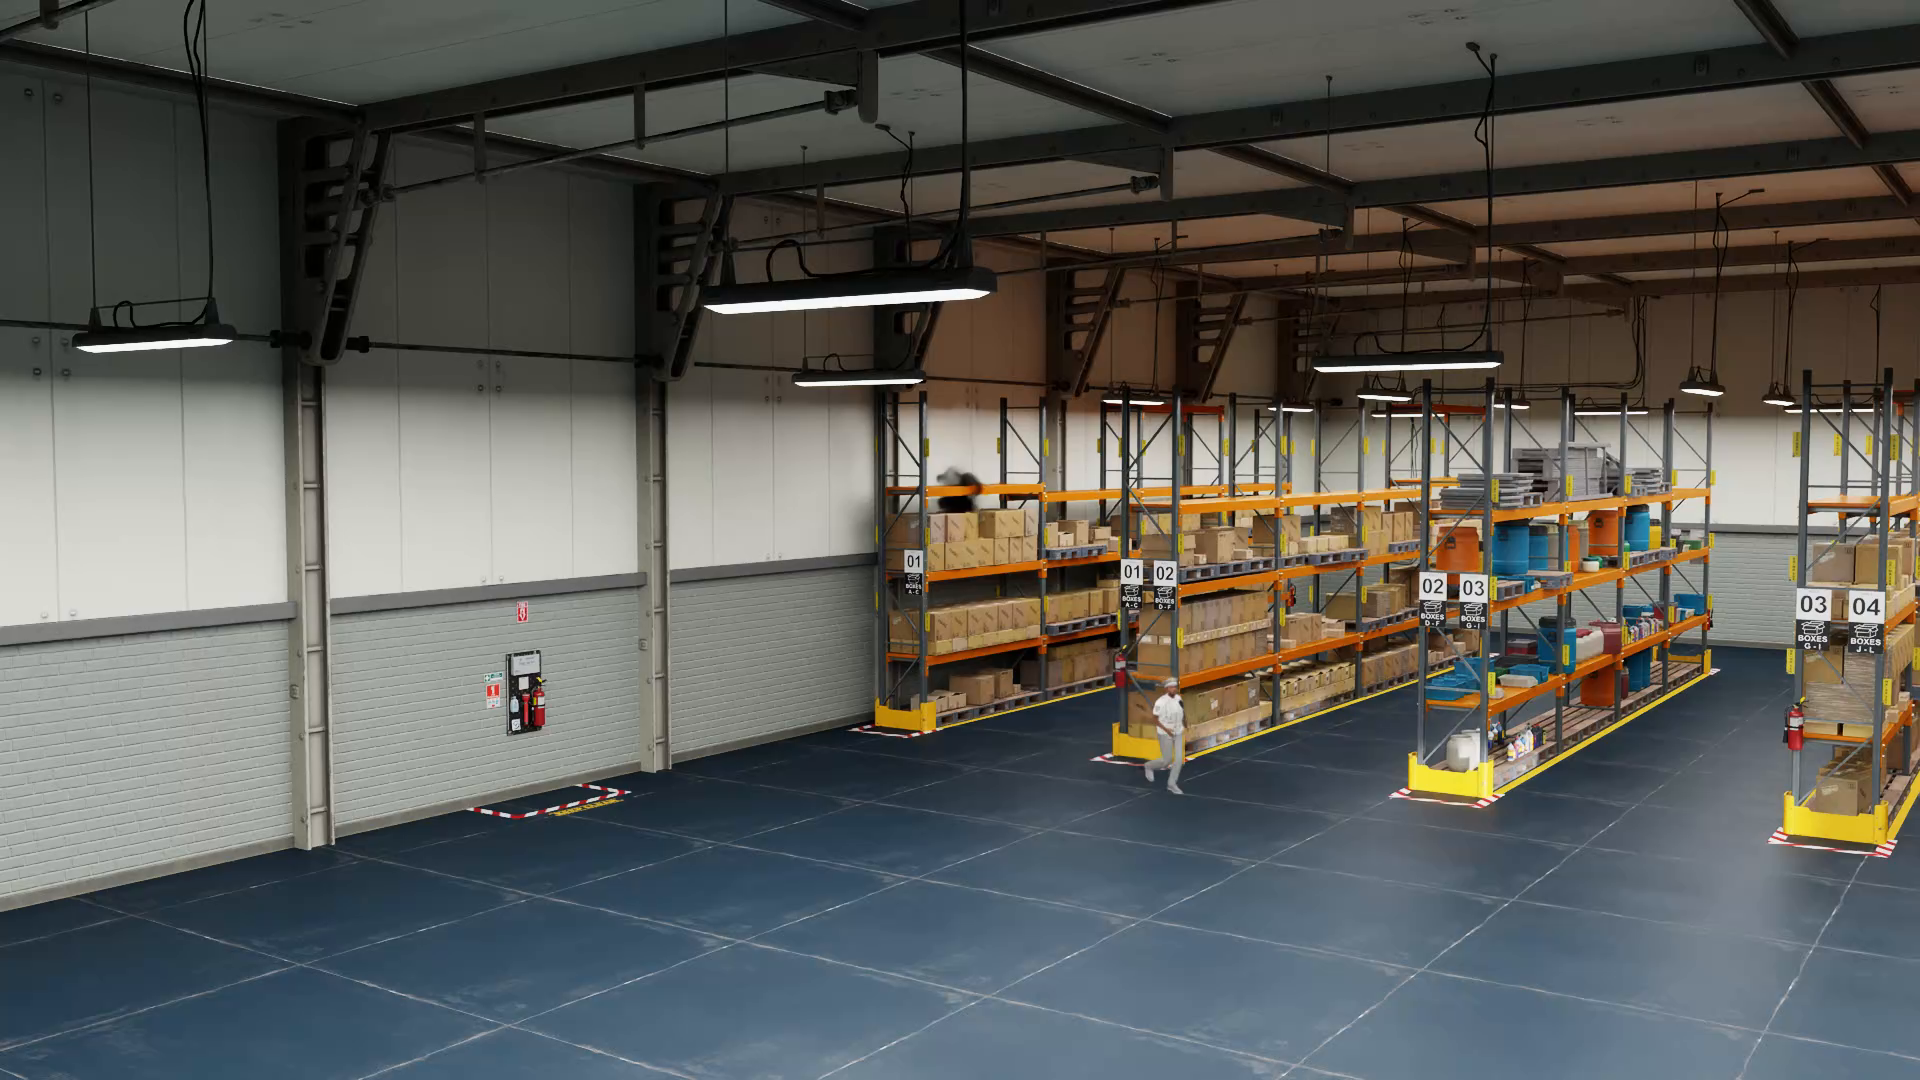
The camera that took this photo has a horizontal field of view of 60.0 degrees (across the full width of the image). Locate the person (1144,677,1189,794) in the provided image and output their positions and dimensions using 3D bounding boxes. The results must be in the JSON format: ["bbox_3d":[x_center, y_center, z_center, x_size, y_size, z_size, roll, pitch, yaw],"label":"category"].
[{"bbox_3d":[3.052,2.830,24.331,0.583,1.689,0.684,-2,4,-30],"label":"person"}]

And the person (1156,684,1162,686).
[{"bbox_3d":[3.641,2.160,30.543,0.636,1.828,0.629,2,4,32],"label":"person"}]
